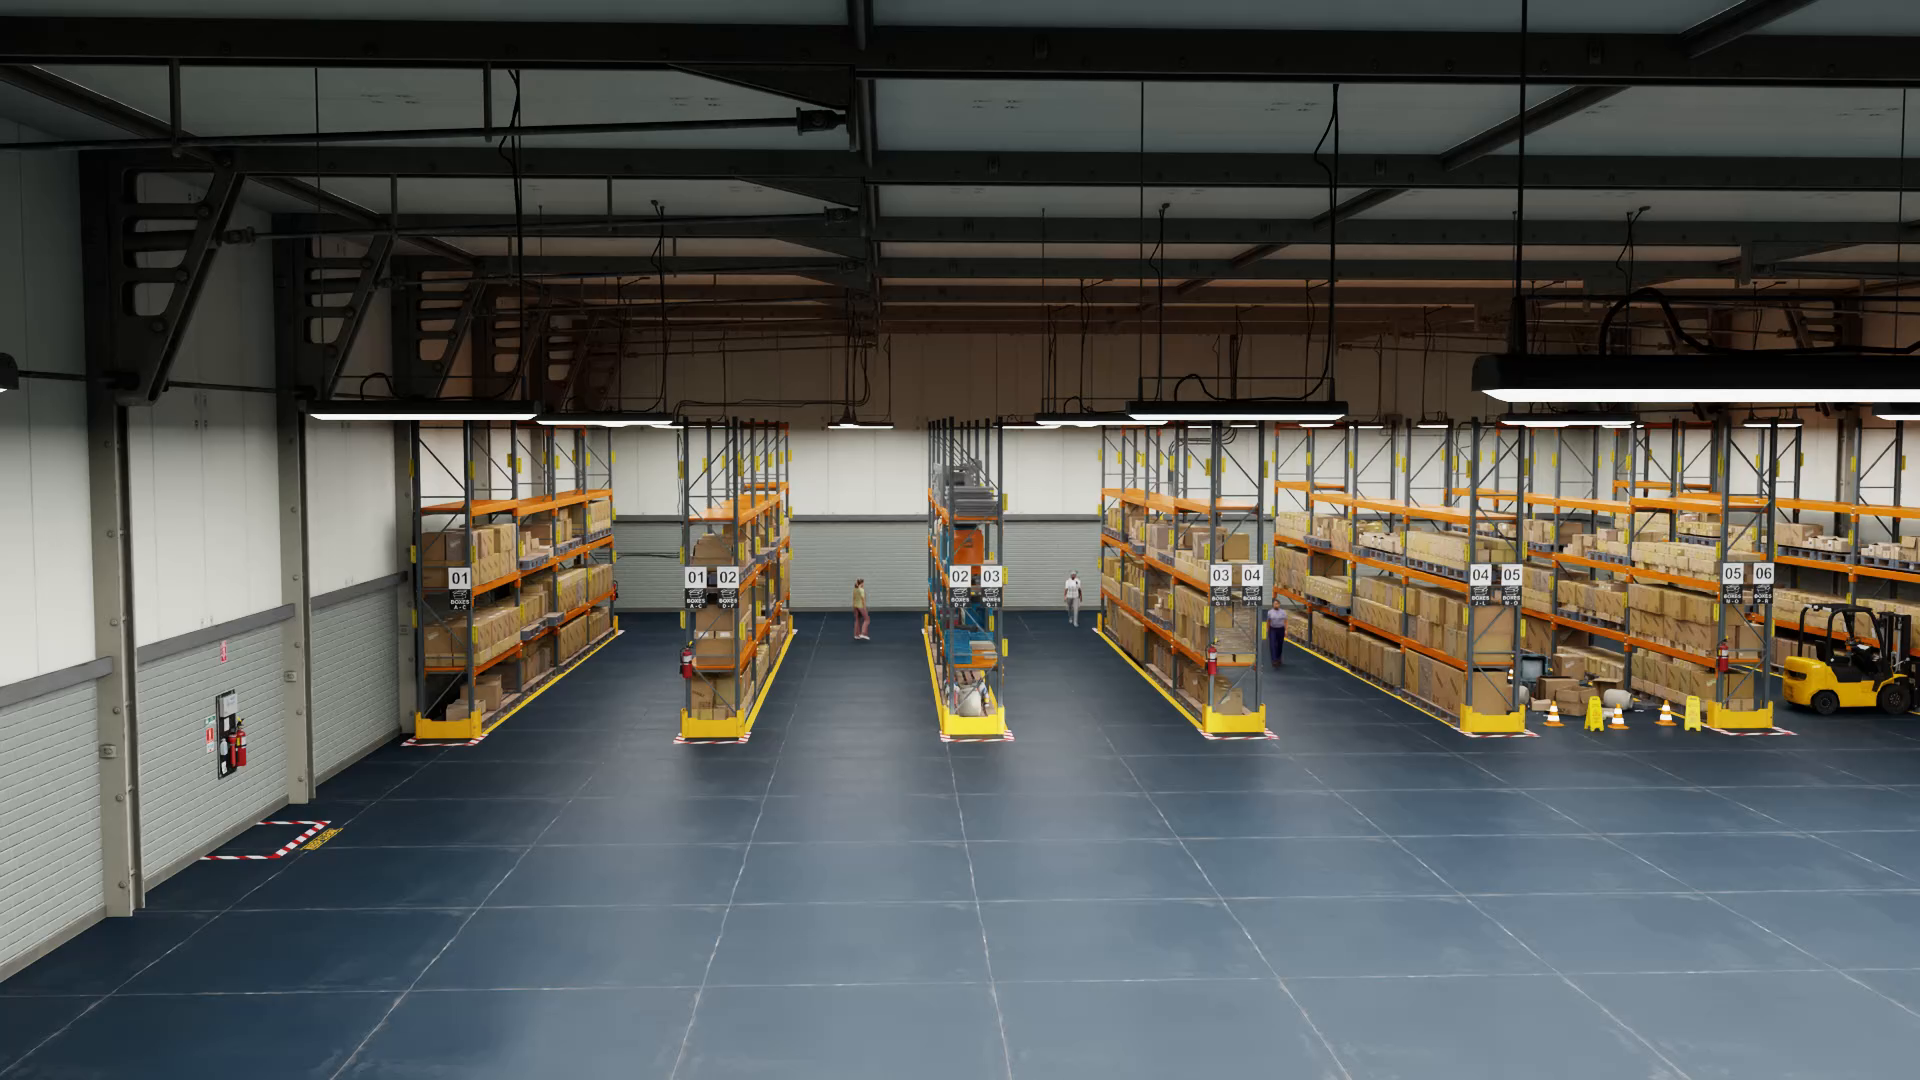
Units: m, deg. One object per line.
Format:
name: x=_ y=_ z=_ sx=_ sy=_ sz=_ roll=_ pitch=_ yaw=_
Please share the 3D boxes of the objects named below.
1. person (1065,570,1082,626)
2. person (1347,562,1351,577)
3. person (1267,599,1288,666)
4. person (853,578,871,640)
person: x=3.340 y=1.685 z=49.078 sx=0.500 sy=1.624 sz=1.056 roll=1 pitch=4 yaw=8
person: x=11.919 y=1.471 z=51.724 sx=0.593 sy=1.765 sz=0.924 roll=-3 pitch=5 yaw=-41
person: x=7.764 y=2.251 z=40.638 sx=0.501 sy=1.596 sz=0.949 roll=0 pitch=4 yaw=6
person: x=-2.757 y=1.906 z=45.830 sx=0.533 sy=1.709 sz=0.377 roll=4 pitch=5 yaw=44
